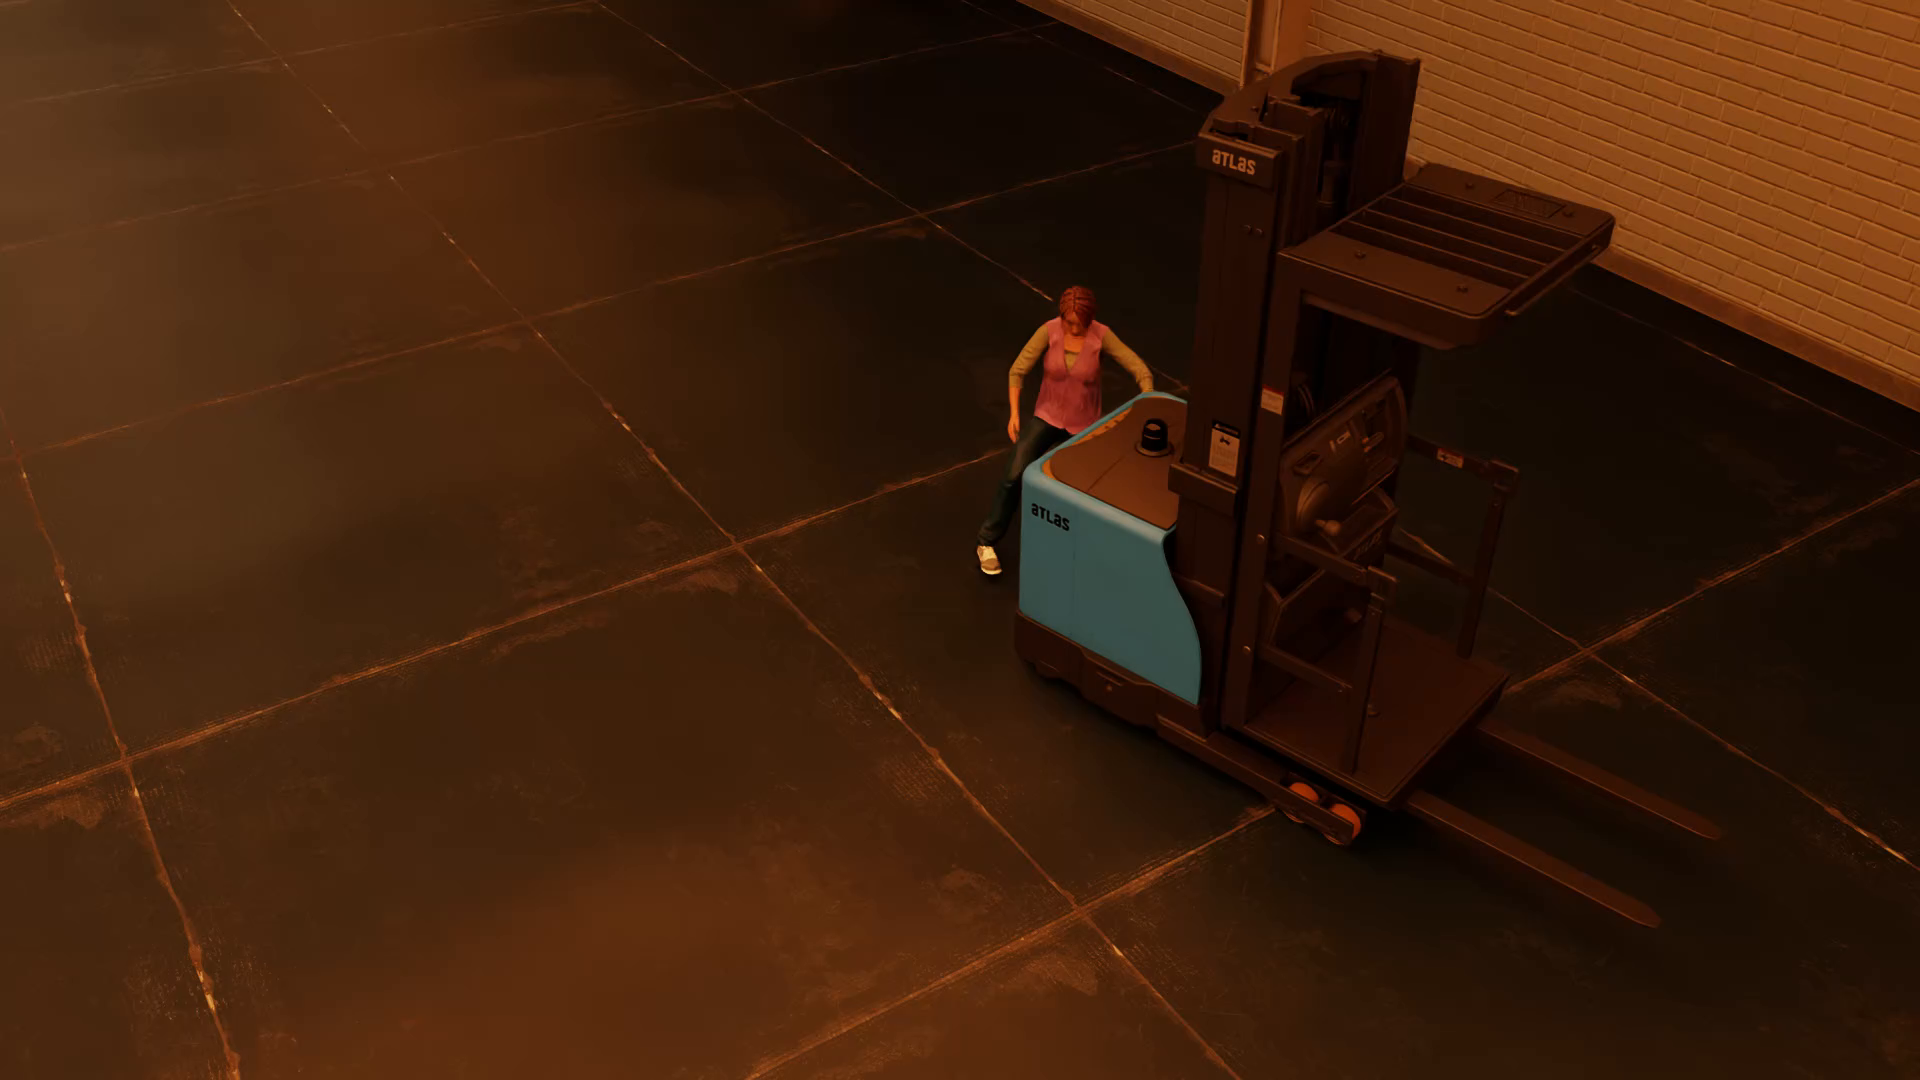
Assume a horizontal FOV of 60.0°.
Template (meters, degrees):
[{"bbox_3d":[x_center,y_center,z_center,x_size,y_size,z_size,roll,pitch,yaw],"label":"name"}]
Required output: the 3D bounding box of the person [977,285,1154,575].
[{"bbox_3d":[0.579,-0.576,8.305,0.925,1.451,0.874,5,35,7],"label":"person"}]

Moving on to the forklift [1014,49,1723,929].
[{"bbox_3d":[1.695,-0.280,6.546,3.031,2.935,1.130,27,43,33],"label":"forklift"}]
